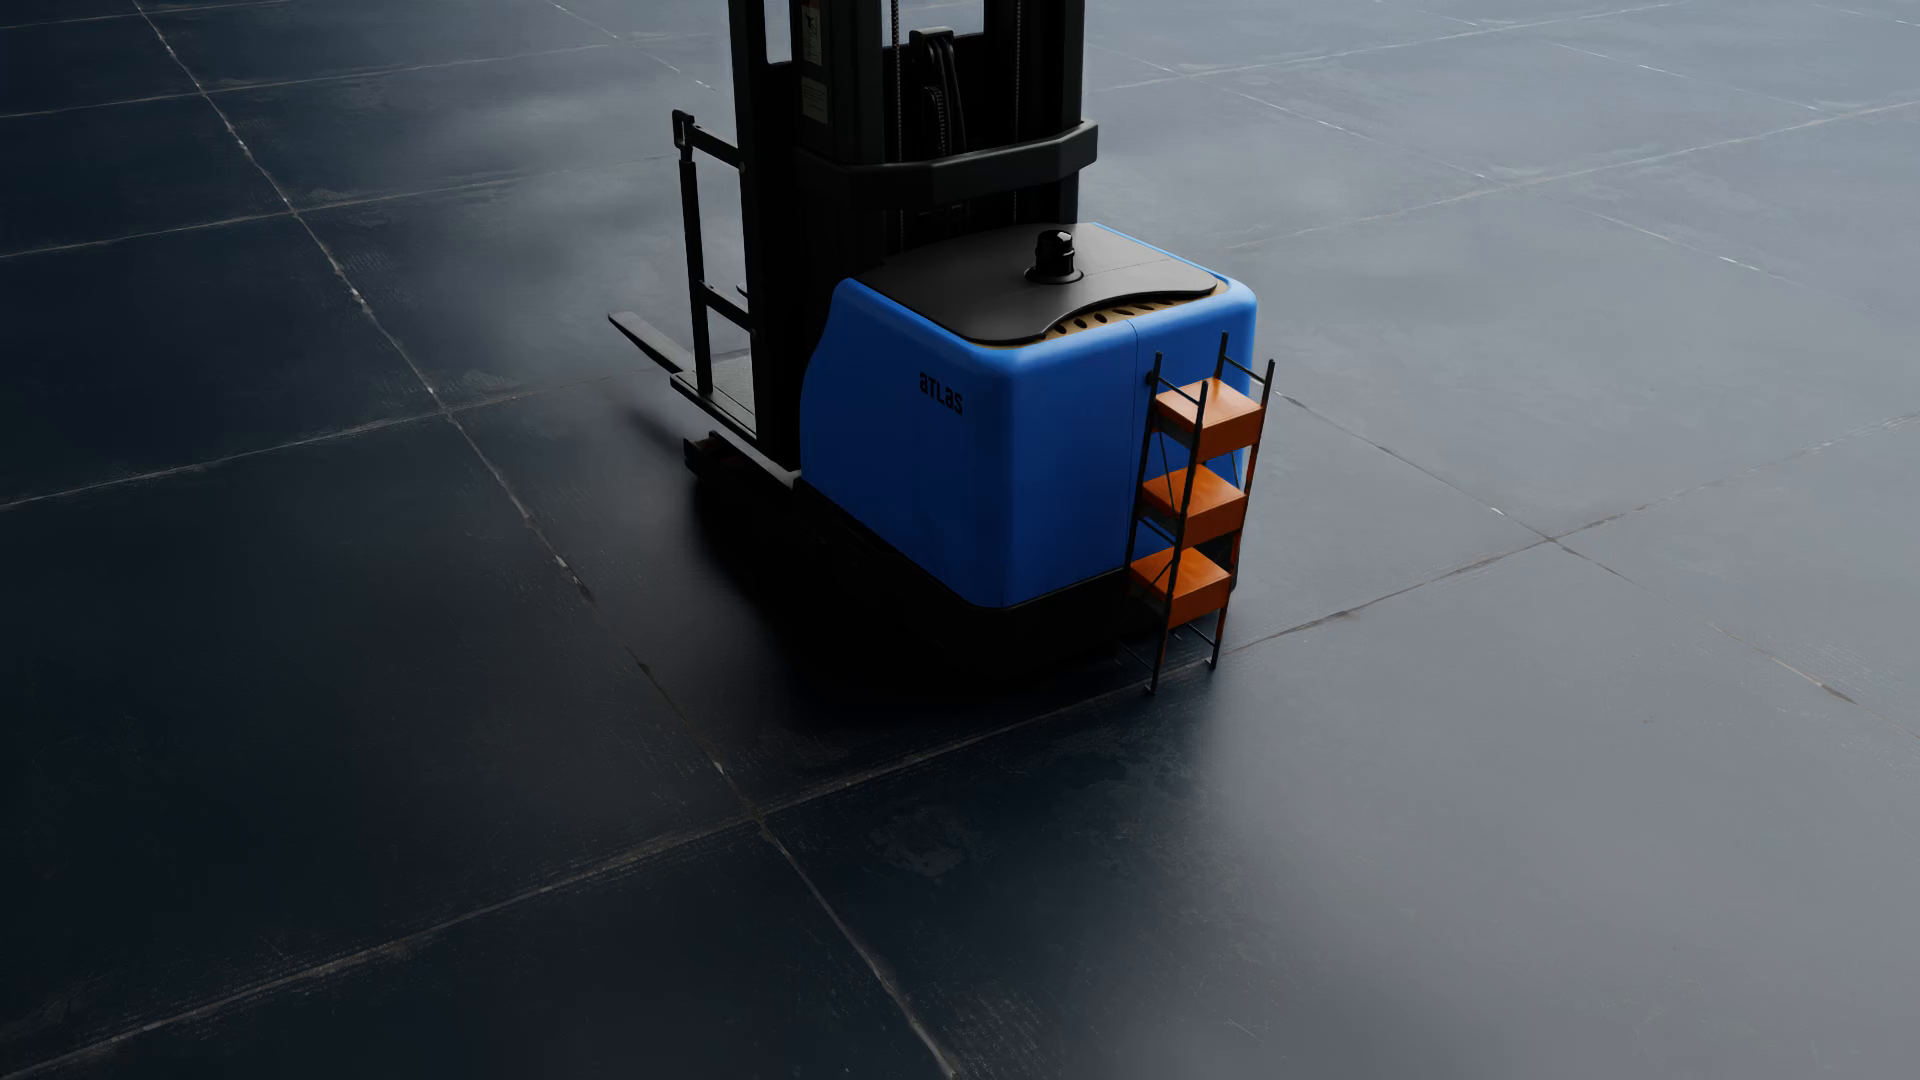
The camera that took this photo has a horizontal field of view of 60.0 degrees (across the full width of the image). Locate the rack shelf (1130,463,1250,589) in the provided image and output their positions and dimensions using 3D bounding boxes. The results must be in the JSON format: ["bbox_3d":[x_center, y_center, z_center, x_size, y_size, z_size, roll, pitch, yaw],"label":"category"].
[{"bbox_3d":[0.650,-0.051,4.756,0.240,0.259,0.215,-19,41,-31],"label":"rack shelf"}]

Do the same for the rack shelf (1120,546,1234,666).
[{"bbox_3d":[0.632,0.178,4.912,0.240,0.259,0.215,-19,41,-31],"label":"rack shelf"}]

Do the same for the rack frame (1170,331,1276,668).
[{"bbox_3d":[0.750,-0.094,4.812,0.008,1.050,0.200,-19,41,-31],"label":"rack frame"}]

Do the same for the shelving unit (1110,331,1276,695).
[{"bbox_3d":[0.651,-0.059,4.750,0.252,1.050,0.215,-19,41,-31],"label":"shelving unit"}]

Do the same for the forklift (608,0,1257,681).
[{"bbox_3d":[-0.357,-1.534,5.497,1.130,2.935,3.031,-18,34,-30],"label":"forklift"}]

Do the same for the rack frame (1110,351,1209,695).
[{"bbox_3d":[0.552,-0.025,4.687,0.008,1.050,0.200,-19,41,-31],"label":"rack frame"}]

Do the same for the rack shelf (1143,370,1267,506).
[{"bbox_3d":[0.669,-0.285,4.596,0.240,0.259,0.215,-19,41,-31],"label":"rack shelf"}]
